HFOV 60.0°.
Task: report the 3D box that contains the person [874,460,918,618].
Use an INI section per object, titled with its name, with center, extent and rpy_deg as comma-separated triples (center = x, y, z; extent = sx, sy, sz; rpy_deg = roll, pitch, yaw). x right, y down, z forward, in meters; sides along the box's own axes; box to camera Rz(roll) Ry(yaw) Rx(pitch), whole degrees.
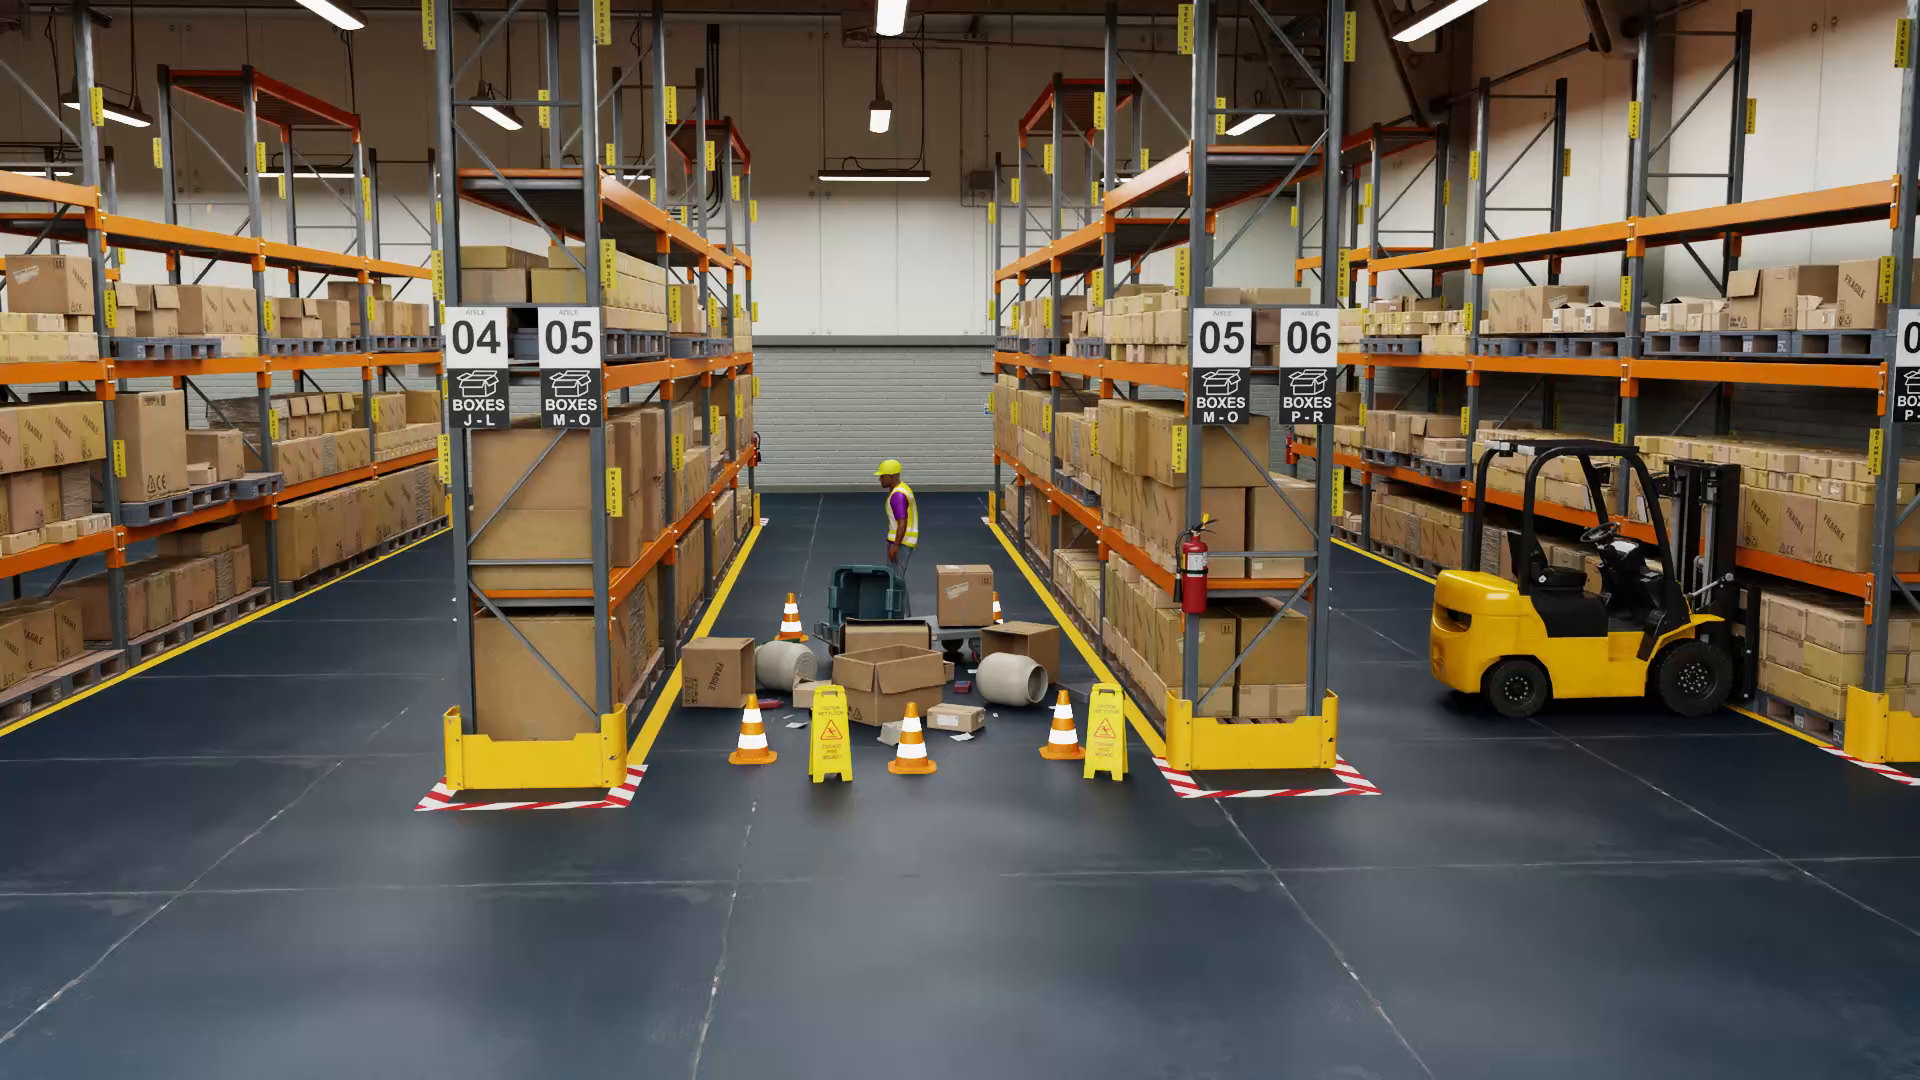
[person]
center = -0.662, 0.038, 17.341
extent = 0.457, 1.761, 0.628
rpy_deg = 0, 7, -3
